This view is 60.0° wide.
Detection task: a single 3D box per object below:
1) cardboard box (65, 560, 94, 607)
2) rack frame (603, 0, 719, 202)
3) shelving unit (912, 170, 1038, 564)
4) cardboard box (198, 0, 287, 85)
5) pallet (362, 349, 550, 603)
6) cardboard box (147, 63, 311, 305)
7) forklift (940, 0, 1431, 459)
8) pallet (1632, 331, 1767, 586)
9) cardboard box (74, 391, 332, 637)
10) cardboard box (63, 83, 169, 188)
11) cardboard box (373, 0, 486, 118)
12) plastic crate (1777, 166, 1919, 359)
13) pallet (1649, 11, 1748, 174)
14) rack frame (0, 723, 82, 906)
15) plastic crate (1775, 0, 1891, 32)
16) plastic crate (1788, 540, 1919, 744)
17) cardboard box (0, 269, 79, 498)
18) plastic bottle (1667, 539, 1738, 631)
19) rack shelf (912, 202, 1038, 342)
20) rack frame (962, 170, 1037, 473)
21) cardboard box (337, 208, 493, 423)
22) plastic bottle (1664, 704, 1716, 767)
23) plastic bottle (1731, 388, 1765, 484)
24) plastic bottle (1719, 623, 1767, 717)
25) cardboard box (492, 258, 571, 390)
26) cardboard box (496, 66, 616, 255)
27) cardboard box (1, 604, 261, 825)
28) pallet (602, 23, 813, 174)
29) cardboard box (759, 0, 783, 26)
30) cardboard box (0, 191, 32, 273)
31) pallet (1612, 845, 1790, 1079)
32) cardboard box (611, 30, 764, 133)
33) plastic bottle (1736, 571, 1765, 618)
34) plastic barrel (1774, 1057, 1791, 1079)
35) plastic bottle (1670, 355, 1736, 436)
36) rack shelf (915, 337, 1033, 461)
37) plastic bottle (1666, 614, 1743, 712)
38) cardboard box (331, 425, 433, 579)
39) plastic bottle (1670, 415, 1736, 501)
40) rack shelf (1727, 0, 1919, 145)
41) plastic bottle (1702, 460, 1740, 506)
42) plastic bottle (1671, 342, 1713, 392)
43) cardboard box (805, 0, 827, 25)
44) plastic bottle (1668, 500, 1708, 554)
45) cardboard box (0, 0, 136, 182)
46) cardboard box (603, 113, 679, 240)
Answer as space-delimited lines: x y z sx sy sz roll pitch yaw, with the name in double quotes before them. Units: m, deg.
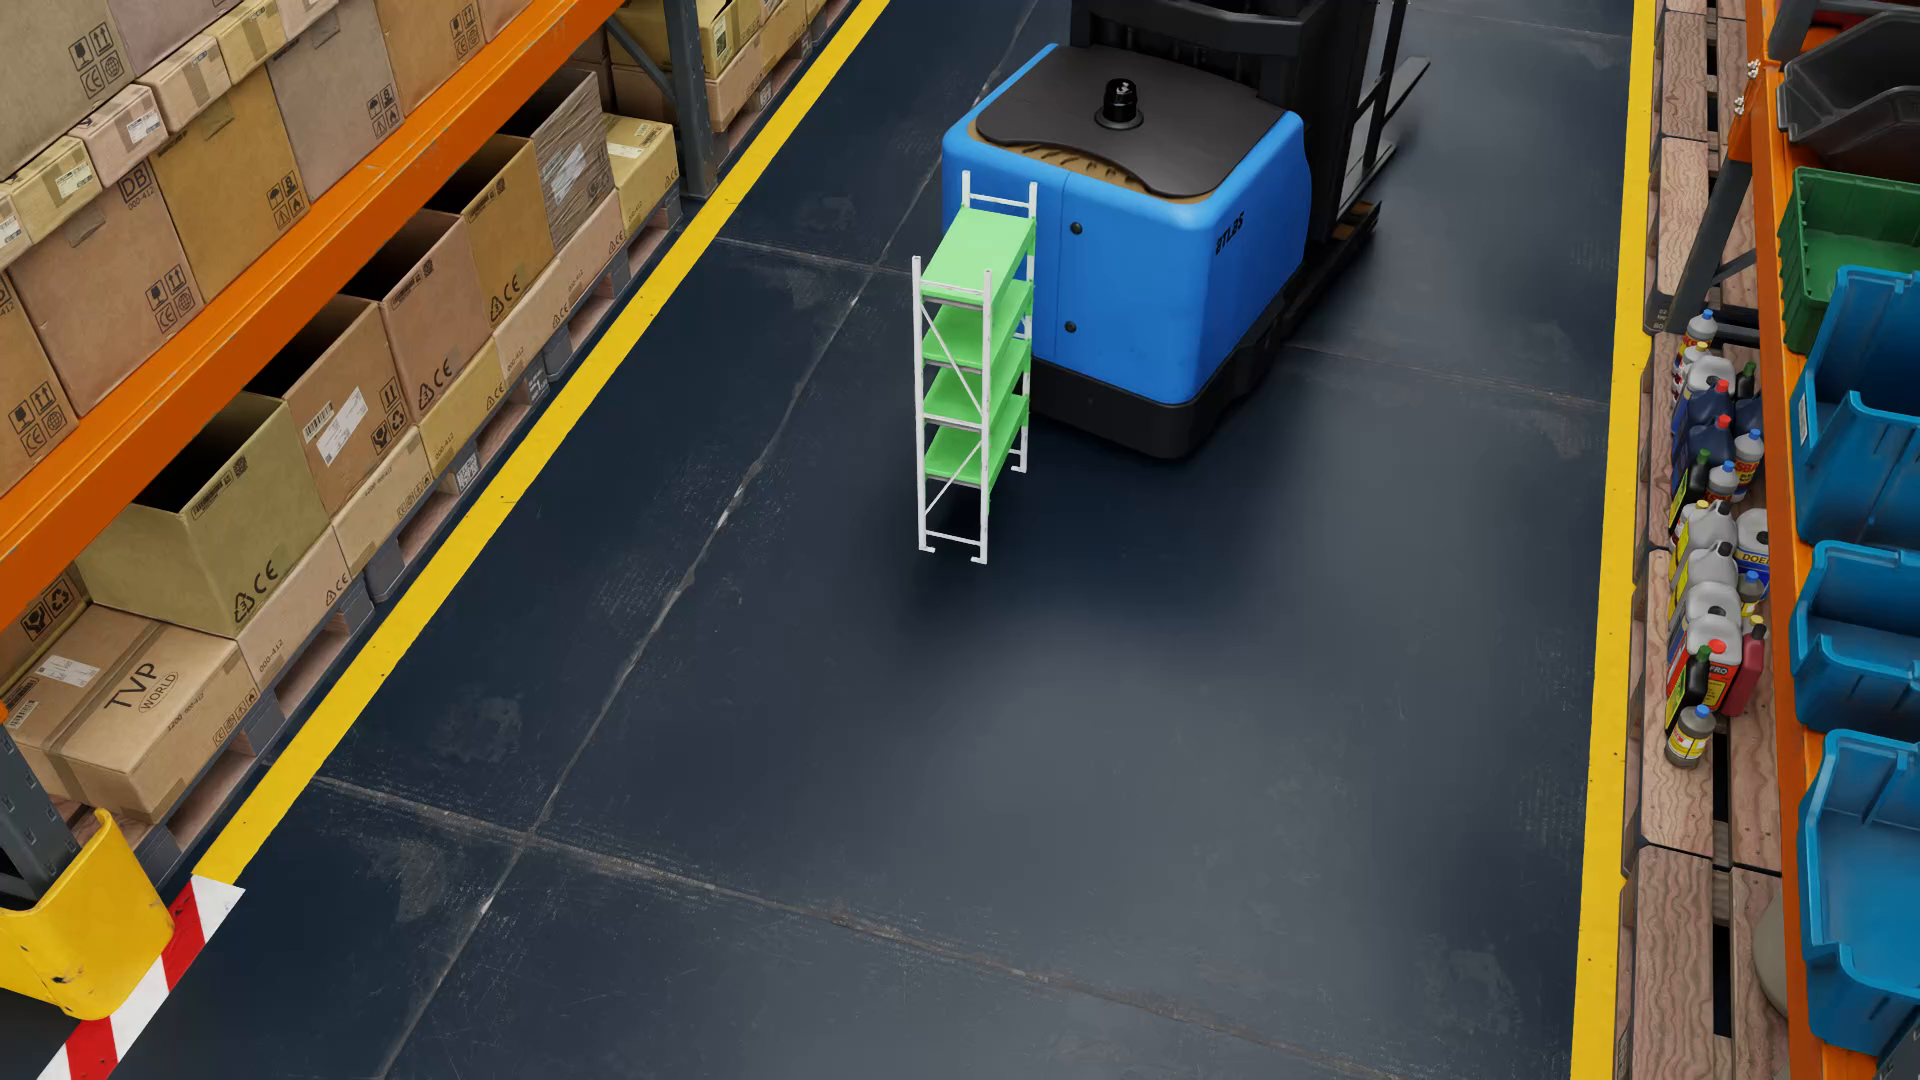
"cardboard box" -2.753 0.045 5.225 0.500 0.250 0.500 13 46 13
"rack frame" -1.562 -2.698 6.362 1.000 3.000 0.127 13 46 13
"shelving unit" 0.050 -0.539 5.443 0.258 1.200 0.503 13 46 12
"cardboard box" -2.061 -1.374 4.474 0.380 0.149 0.250 12 46 12
"pallet" -2.211 -0.364 5.971 1.003 0.211 1.213 13 46 13
"cardboard box" -2.310 -1.057 4.614 0.700 0.500 0.500 13 46 13
"forklift" 1.116 -2.354 6.060 1.130 2.935 3.031 23 49 22
"pallet" 2.914 -0.211 5.814 1.003 0.211 1.213 13 46 13
"cardboard box" -2.250 -0.111 4.848 0.500 0.500 0.500 13 46 13
"cardboard box" -2.217 -1.025 4.118 0.380 0.149 0.250 12 46 12
"cardboard box" -2.000 -1.750 5.322 0.700 0.500 0.500 13 46 13
"plastic crate" 2.477 -0.725 4.498 0.450 0.188 0.662 13 46 13
"pallet" 3.726 -1.997 7.640 1.003 0.211 1.213 13 46 13
"rack frame" -2.774 -0.032 3.638 1.000 3.000 0.127 13 46 13
"plastic crate" 3.012 -2.057 5.661 0.402 0.464 0.583 13 46 13
"plastic crate" 2.015 0.245 3.462 0.499 0.251 0.408 13 46 13
"cardboard box" -2.620 -0.376 3.918 0.700 0.500 0.500 13 46 13
"plastic bottle" 2.275 0.127 5.055 0.144 0.351 0.185 14 46 14
"rack shelf" 0.050 -0.837 5.152 0.258 0.148 0.480 13 46 12
"rack frame" 0.124 -0.702 5.609 0.240 1.200 0.015 13 46 12
"cardboard box" -1.942 -0.777 5.528 0.500 0.500 0.500 13 46 13
"plastic bottle" 2.084 0.546 4.734 0.097 0.201 0.097 0 44 0
"plastic bottle" 2.655 -0.376 5.569 0.144 0.351 0.185 13 46 13
"plastic bottle" 2.288 0.377 4.848 0.061 0.283 0.133 13 46 13
"cardboard box" -1.793 -0.842 6.132 0.500 0.250 0.500 13 46 13
"cardboard box" -1.657 -1.447 6.214 0.500 0.500 0.500 13 46 13
"cardboard box" -2.399 0.491 4.770 0.500 0.250 0.500 13 46 13
"pallet" -1.376 -2.201 7.848 1.003 0.211 1.213 13 46 13
"cardboard box" -1.043 -2.621 7.548 0.500 0.311 0.500 12 46 12
"cardboard box" -2.372 -0.692 3.777 0.380 0.149 0.250 11 46 11
"pallet" 2.175 1.416 4.152 1.003 0.211 1.213 13 46 13
"cardboard box" -1.204 -2.082 7.398 0.500 0.250 0.500 12 46 12
"plastic bottle" 2.404 0.176 5.111 0.097 0.201 0.097 0 44 0
"plastic barrel" 2.072 1.304 3.751 0.421 0.512 0.421 0 44 0
"plastic bottle" 2.571 -0.489 5.738 0.152 0.276 0.135 14 46 14
"rack shelf" 0.050 -0.494 5.488 0.258 0.148 0.480 13 46 12
"plastic bottle" 2.187 0.357 4.873 0.152 0.276 0.135 13 46 13
"cardboard box" -2.099 -0.177 5.451 0.500 0.250 0.500 13 46 13
"plastic bottle" 2.460 -0.281 5.472 0.144 0.351 0.185 11 45 11
"rack shelf" 3.763 -2.722 6.902 1.077 0.370 4.000 13 46 13
"plastic bottle" 2.451 -0.146 5.391 0.097 0.271 0.097 0 44 0
"plastic bottle" 2.612 -0.616 5.921 0.097 0.201 0.097 0 44 0
"cardboard box" -0.894 -2.768 8.100 0.500 0.250 0.500 11 45 11
"plastic bottle" 2.352 -0.044 5.336 0.097 0.201 0.097 0 44 0
"cardboard box" -2.450 -1.226 3.860 0.700 0.500 0.500 11 46 11
"cardboard box" -1.494 -1.510 6.814 0.500 0.250 0.500 13 46 13
